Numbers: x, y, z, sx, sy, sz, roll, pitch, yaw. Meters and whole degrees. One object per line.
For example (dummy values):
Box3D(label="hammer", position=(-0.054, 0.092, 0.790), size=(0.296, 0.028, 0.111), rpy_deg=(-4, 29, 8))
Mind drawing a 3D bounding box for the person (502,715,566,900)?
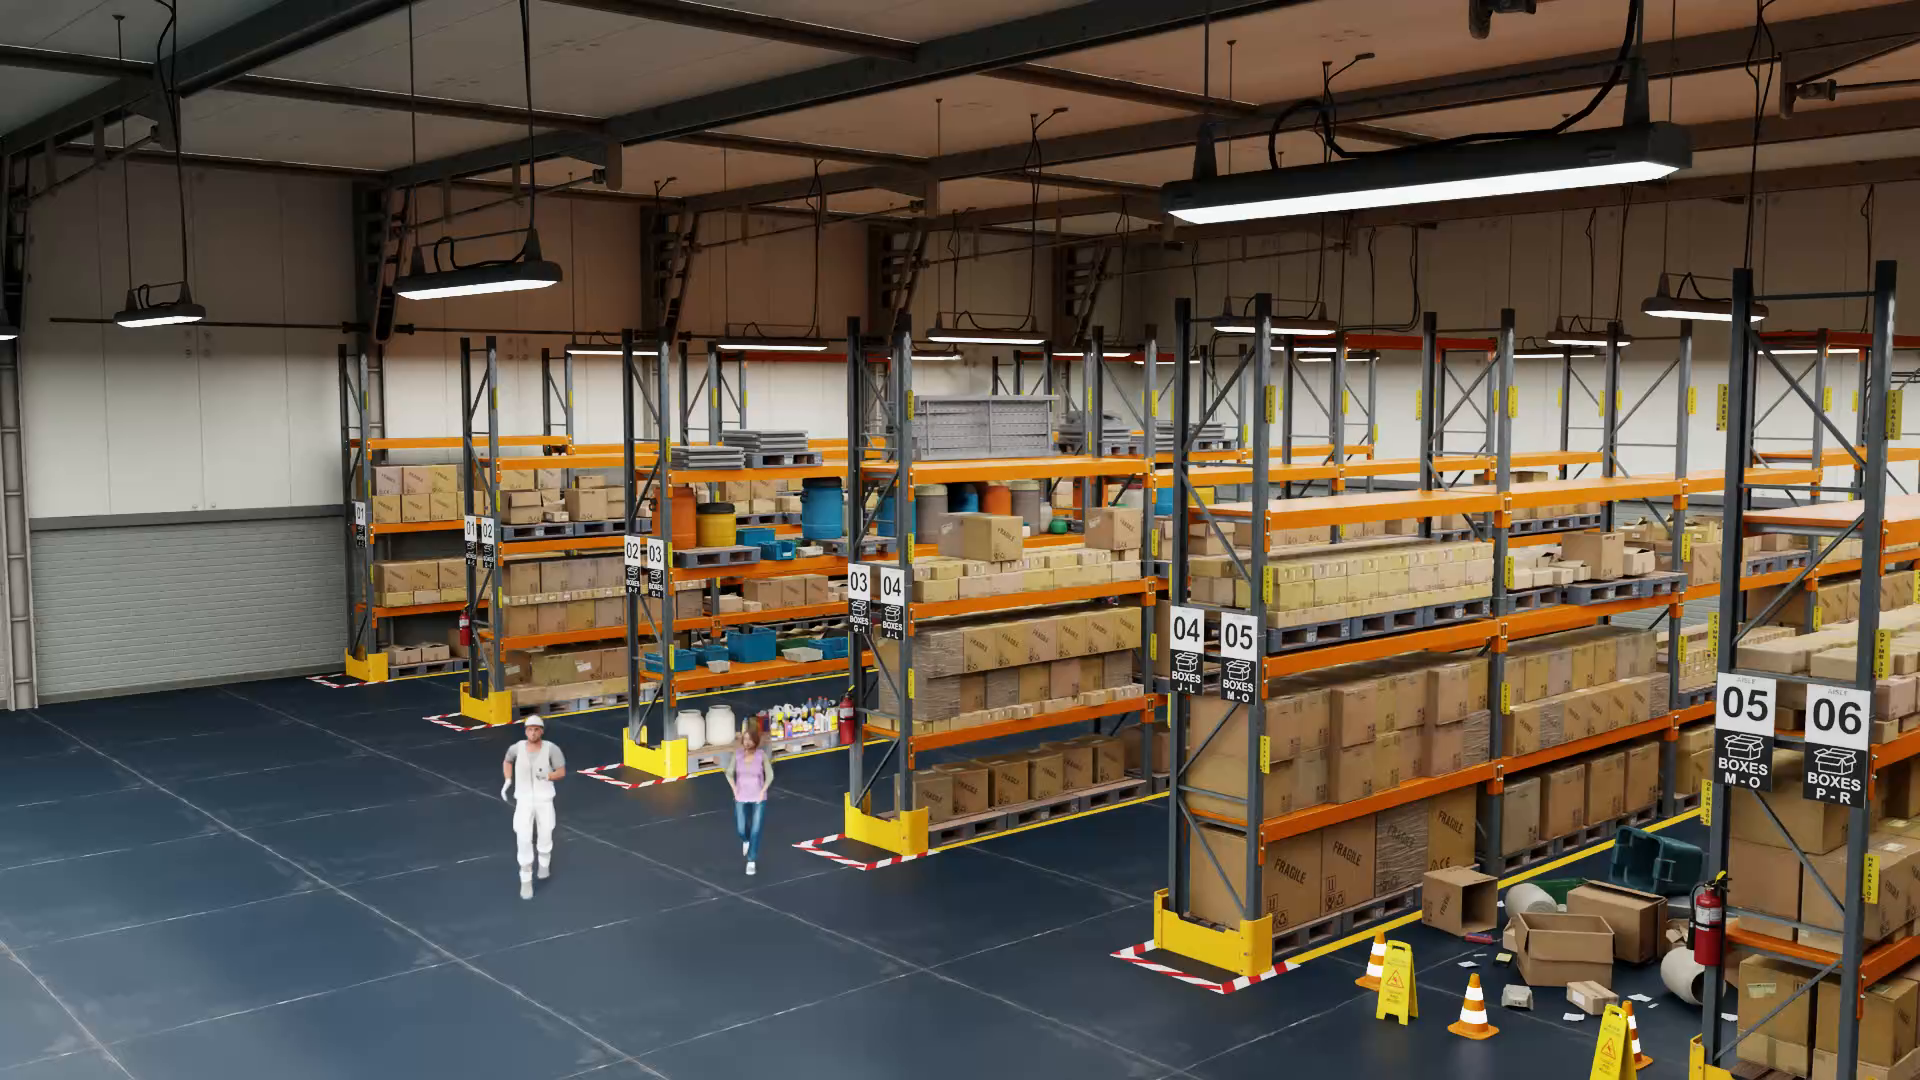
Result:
Box3D(label="person", position=(-4.412, 2.724, 17.236), size=(0.650, 1.845, 0.806), rpy_deg=(-1, 5, -13))

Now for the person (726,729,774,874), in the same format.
Box3D(label="person", position=(-2.269, 2.799, 17.945), size=(0.521, 1.563, 0.518), rpy_deg=(0, 5, 0))
